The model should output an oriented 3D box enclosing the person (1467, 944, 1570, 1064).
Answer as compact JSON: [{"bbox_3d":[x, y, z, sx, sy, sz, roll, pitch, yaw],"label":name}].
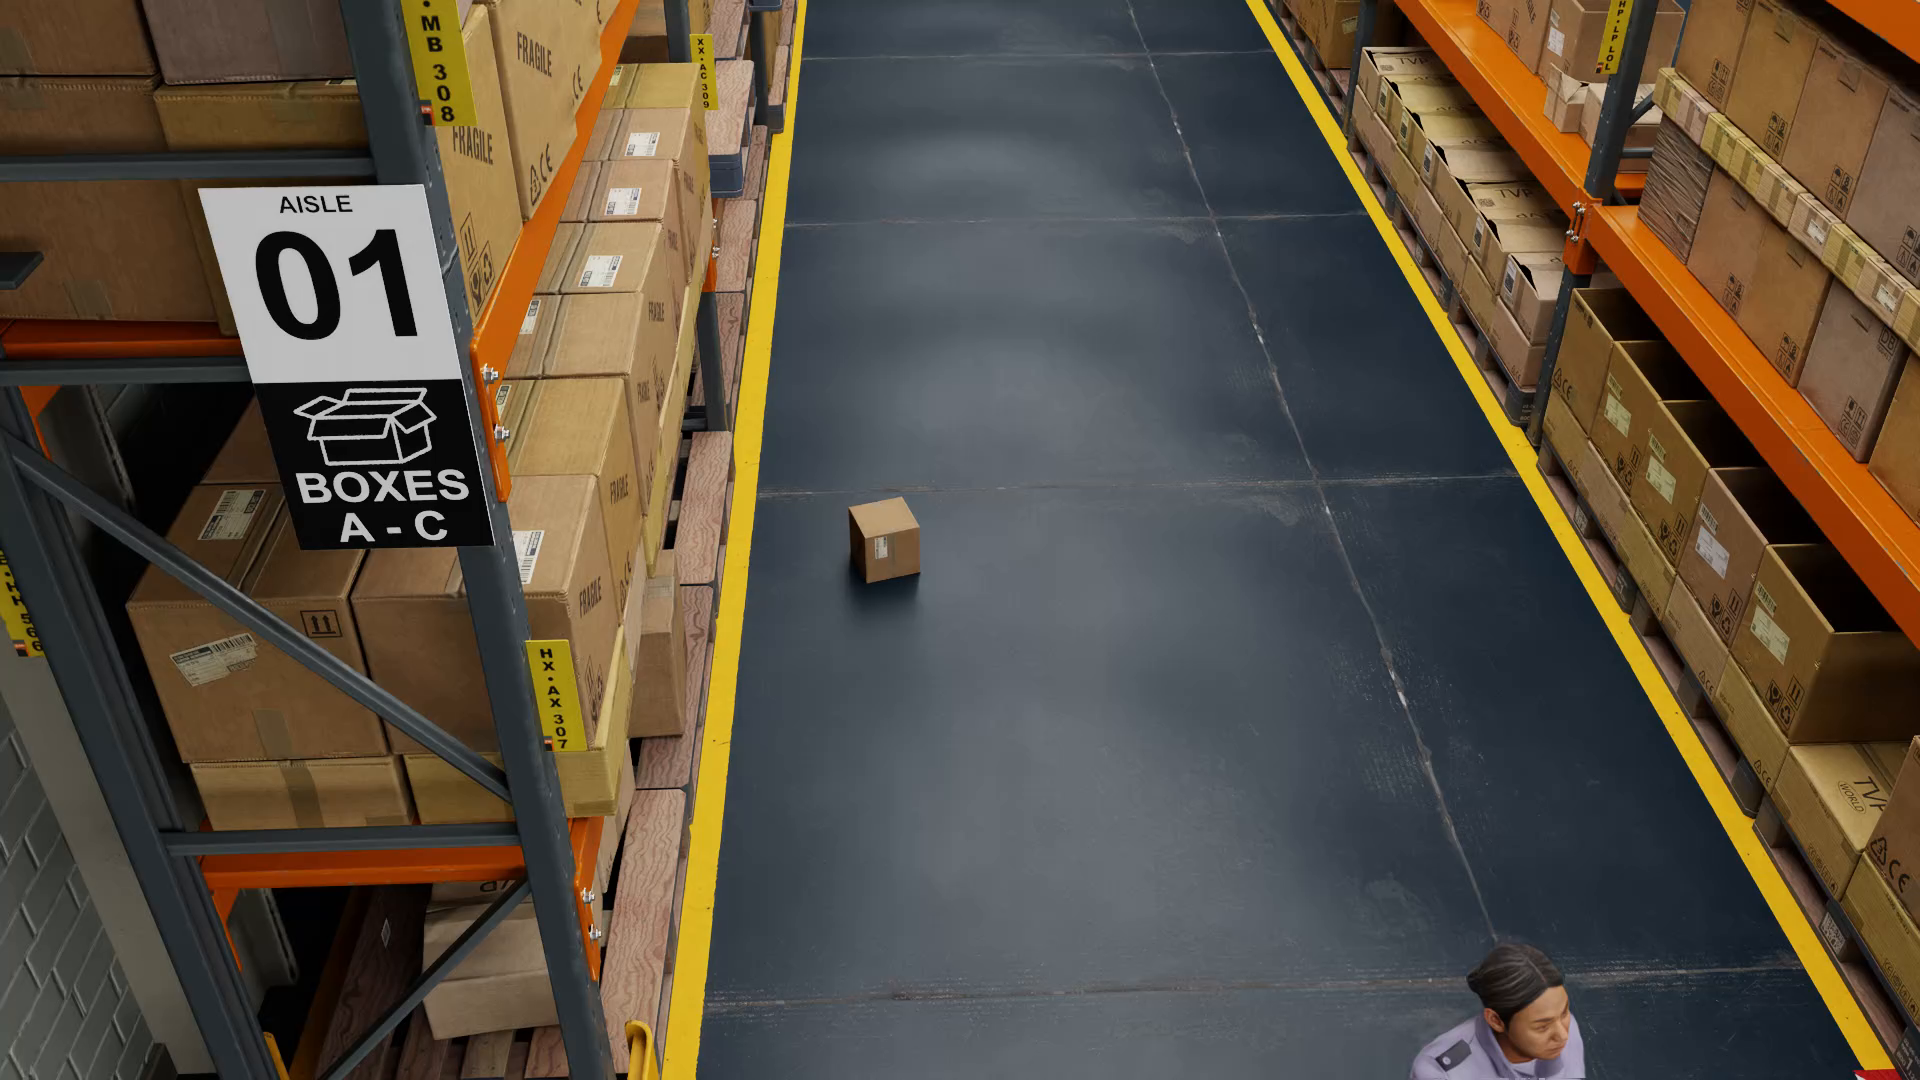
[{"bbox_3d":[1.230,1.550,3.887,0.469,1.563,0.482,-13,38,-18],"label":"person"}]
